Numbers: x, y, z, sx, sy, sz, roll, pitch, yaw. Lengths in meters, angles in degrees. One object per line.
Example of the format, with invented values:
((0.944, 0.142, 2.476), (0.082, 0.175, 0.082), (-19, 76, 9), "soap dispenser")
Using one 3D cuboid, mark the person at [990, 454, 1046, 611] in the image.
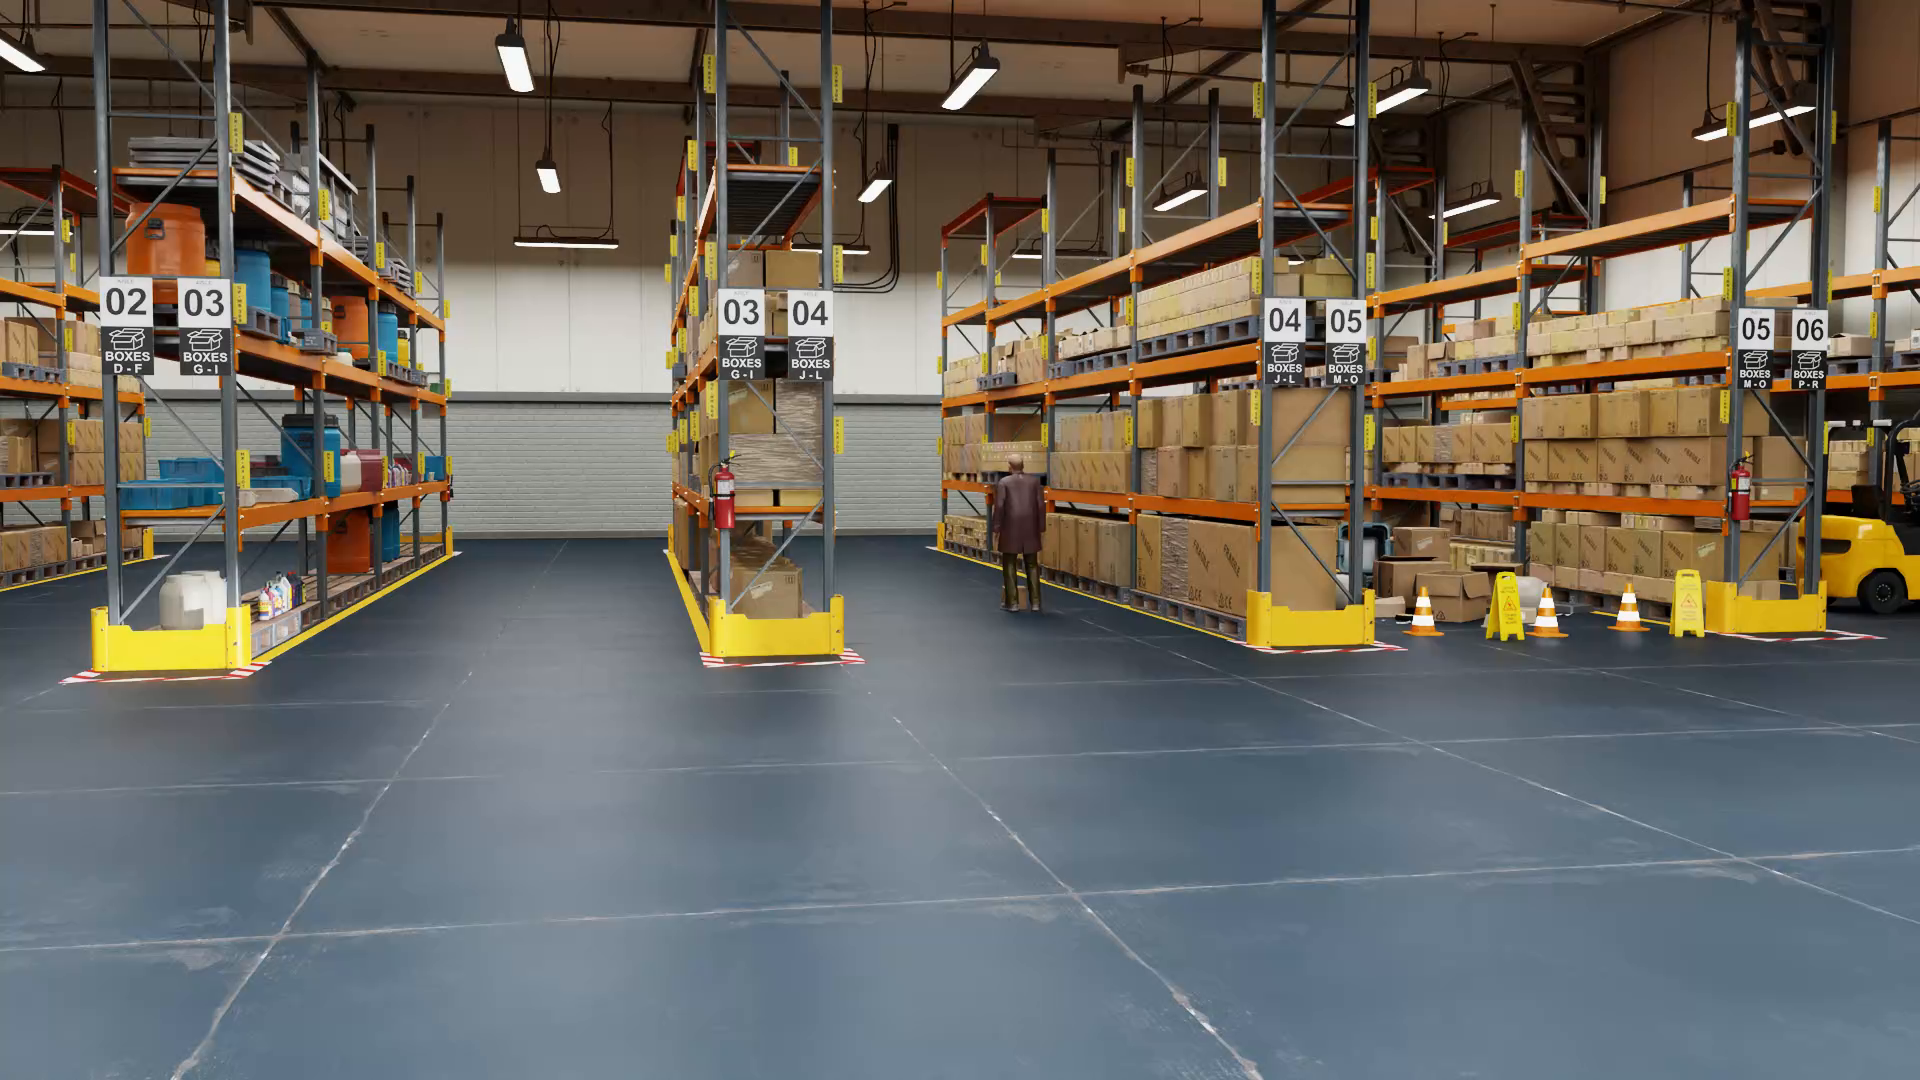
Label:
((0.662, -0.086, 18.799), (0.654, 1.774, 0.421), (-1, 3, -14), "person")
